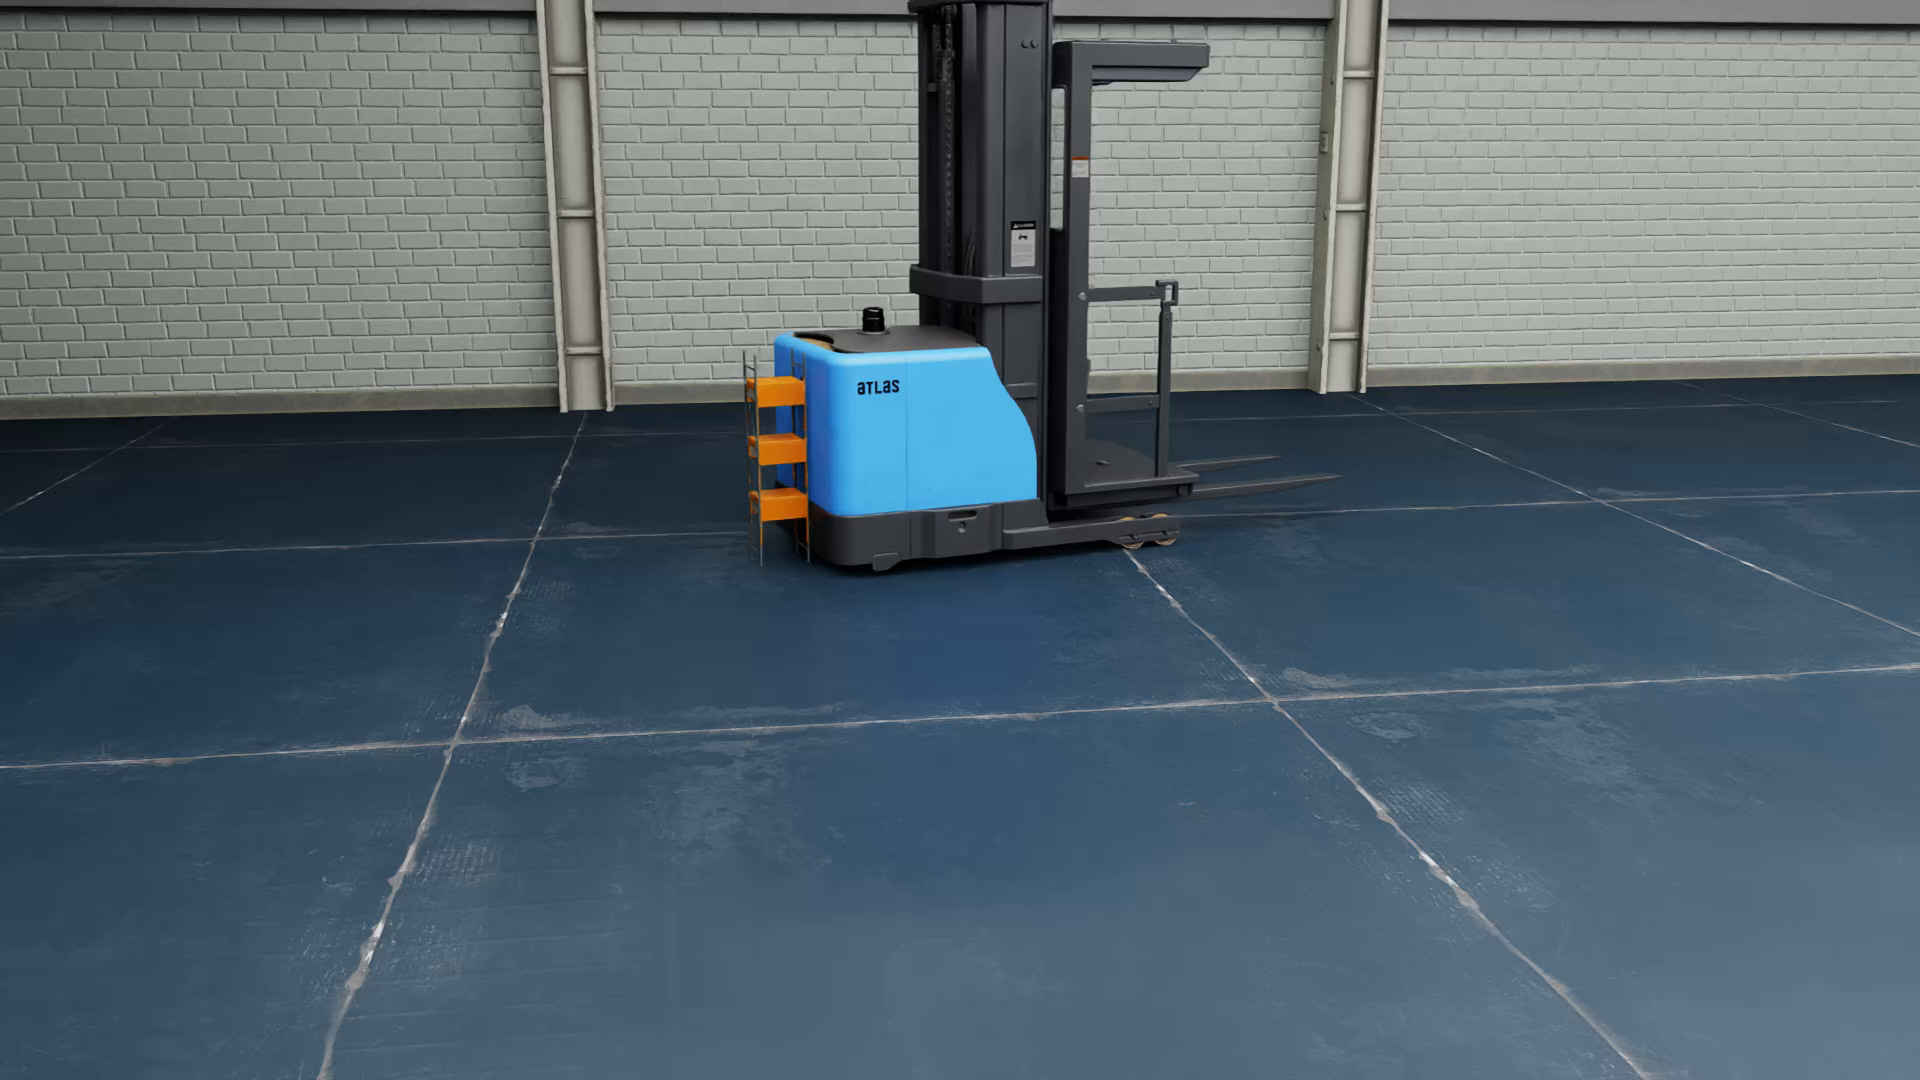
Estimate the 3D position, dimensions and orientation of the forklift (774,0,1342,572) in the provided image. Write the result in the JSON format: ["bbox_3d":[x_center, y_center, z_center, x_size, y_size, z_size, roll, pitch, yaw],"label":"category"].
[{"bbox_3d":[0.594,-1.484,8.615,3.031,2.935,1.130,-6,15,-23],"label":"forklift"}]

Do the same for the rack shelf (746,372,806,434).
[{"bbox_3d":[-0.900,-0.667,8.101,0.240,0.259,0.215,-6,15,-23],"label":"rack shelf"}]

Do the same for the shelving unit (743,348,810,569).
[{"bbox_3d":[-0.900,-0.402,8.168,0.252,1.050,0.215,-6,15,-23],"label":"shelving unit"}]

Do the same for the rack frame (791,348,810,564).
[{"bbox_3d":[-0.788,-0.414,8.215,0.008,1.050,0.200,-6,15,-23],"label":"rack frame"}]

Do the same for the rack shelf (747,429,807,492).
[{"bbox_3d":[-0.900,-0.392,8.170,0.240,0.259,0.215,-6,15,-23],"label":"rack shelf"}]

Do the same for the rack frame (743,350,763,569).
[{"bbox_3d":[-1.012,-0.391,8.121,0.008,1.050,0.200,-6,15,-23],"label":"rack frame"}]

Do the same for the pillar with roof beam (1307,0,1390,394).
[{"bbox_3d":[3.721,-4.557,8.394,0.400,9.000,9.100,-2,14,-8],"label":"pillar with roof beam"}]

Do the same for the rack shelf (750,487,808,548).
[{"bbox_3d":[-0.900,-0.122,8.238,0.240,0.259,0.215,-6,15,-23],"label":"rack shelf"}]

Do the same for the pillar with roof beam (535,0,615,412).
[{"bbox_3d":[-2.212,-4.340,7.527,0.400,9.000,9.100,-2,14,-8],"label":"pillar with roof beam"}]
